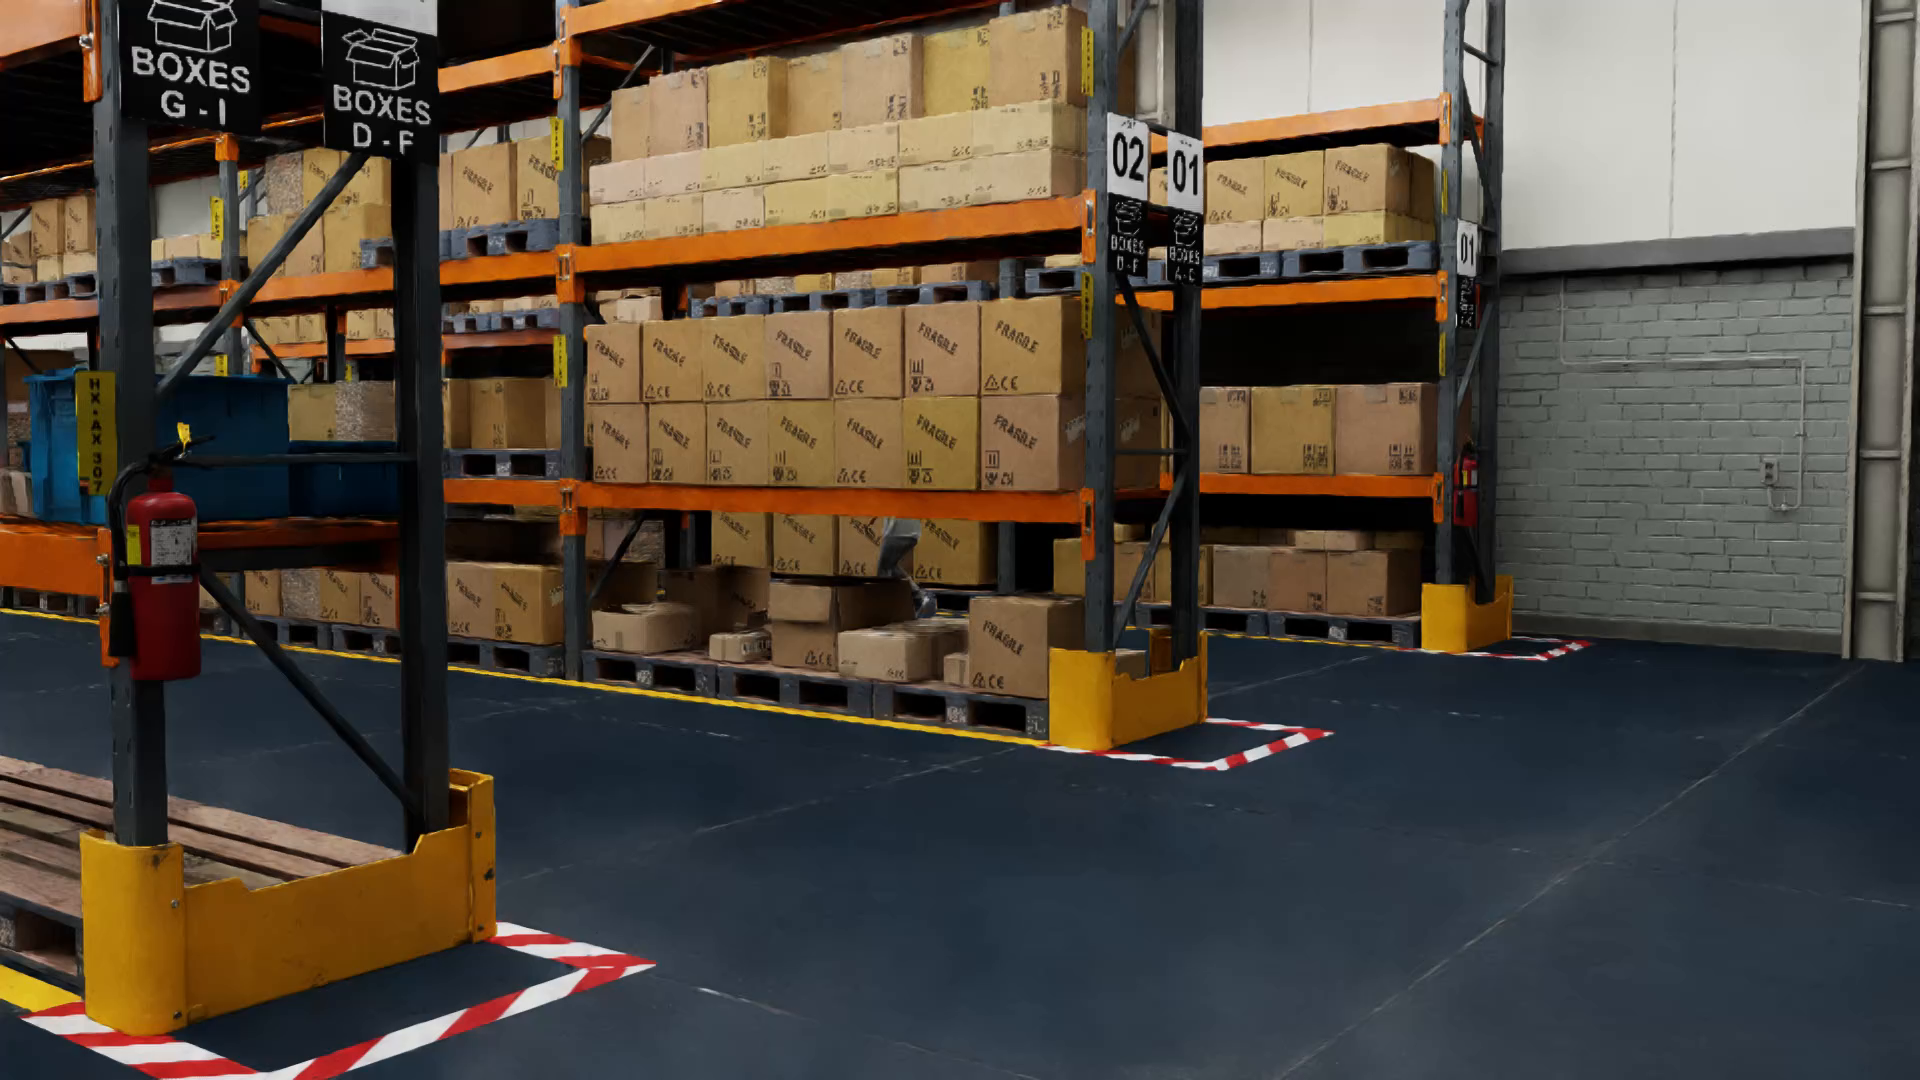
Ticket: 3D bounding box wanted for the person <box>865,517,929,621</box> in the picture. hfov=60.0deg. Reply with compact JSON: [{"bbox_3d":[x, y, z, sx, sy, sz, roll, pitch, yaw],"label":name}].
[{"bbox_3d":[-0.537,-0.042,13.838,0.434,1.571,0.600,2,4,32],"label":"person"}]
